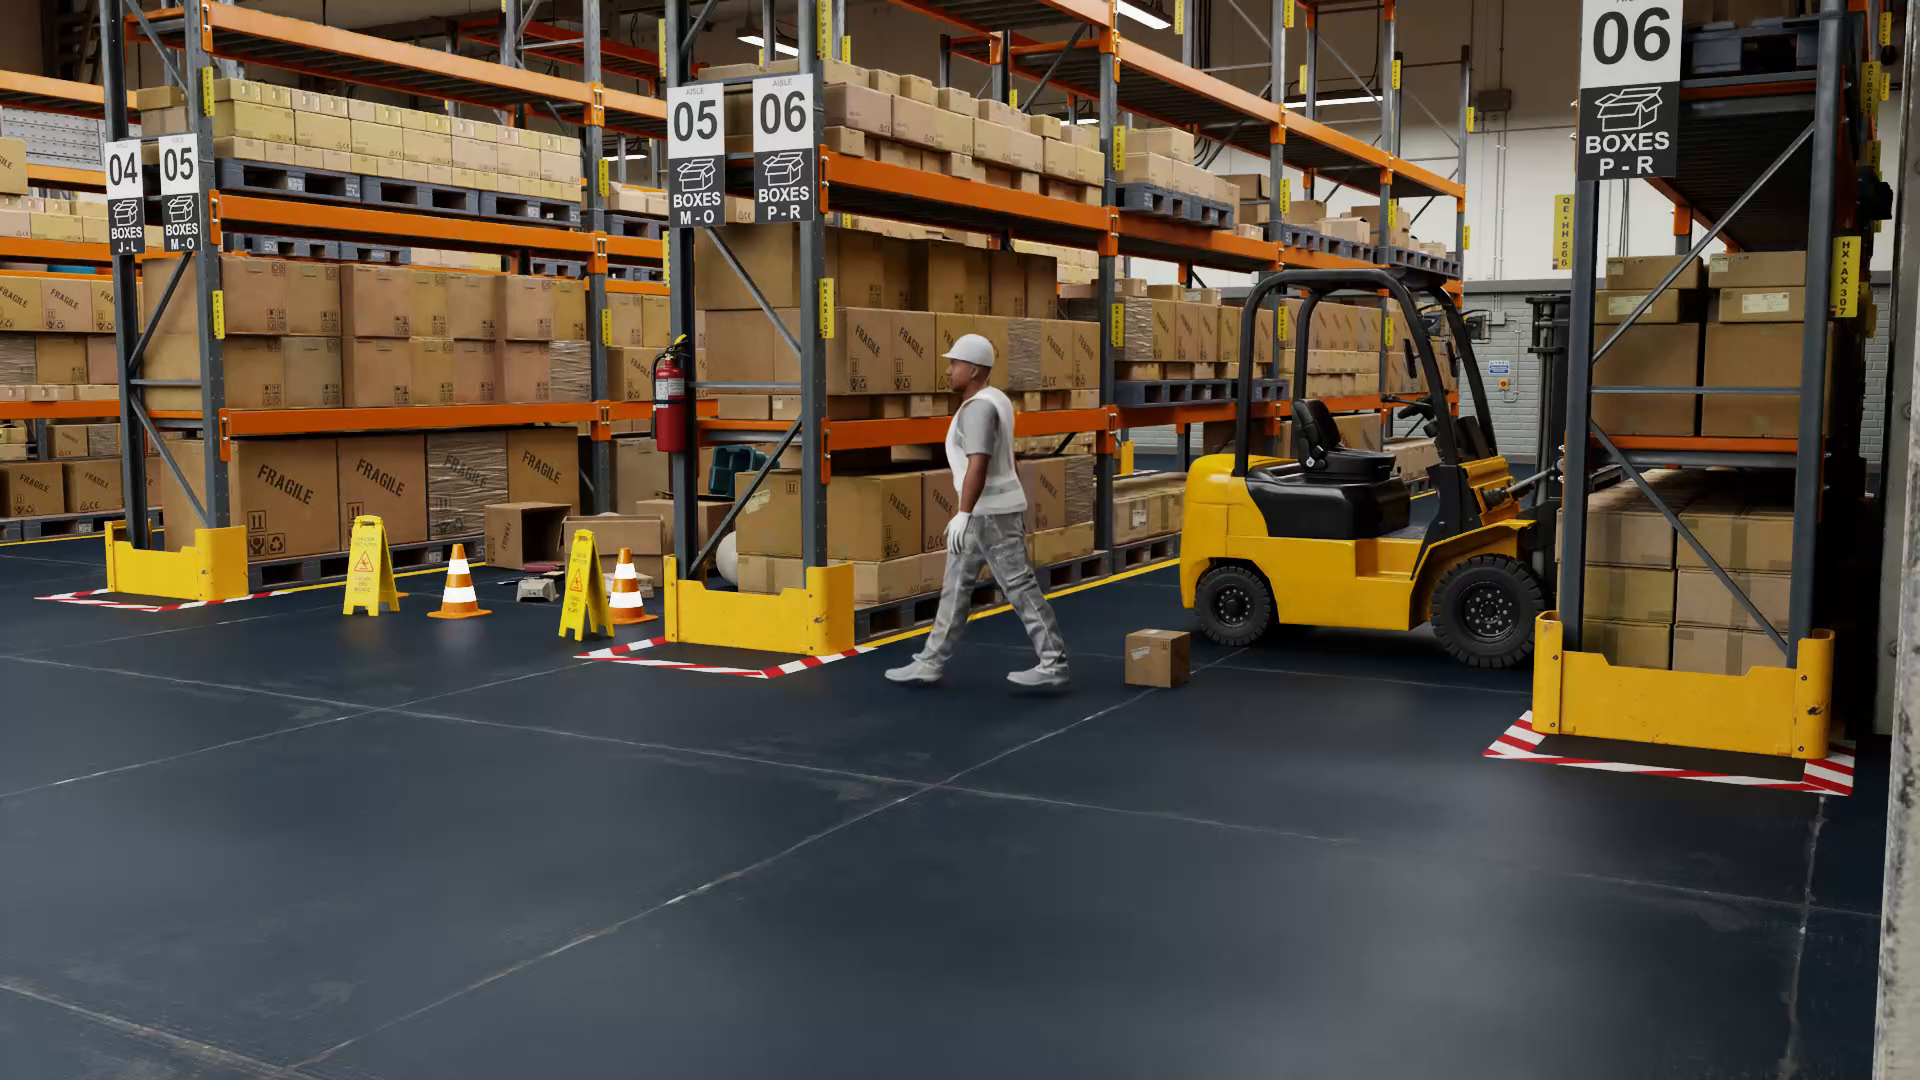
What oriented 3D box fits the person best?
[{"bbox_3d":[0.079,-0.138,8.185,0.927,1.734,0.590,0,6,1],"label":"person"}]
